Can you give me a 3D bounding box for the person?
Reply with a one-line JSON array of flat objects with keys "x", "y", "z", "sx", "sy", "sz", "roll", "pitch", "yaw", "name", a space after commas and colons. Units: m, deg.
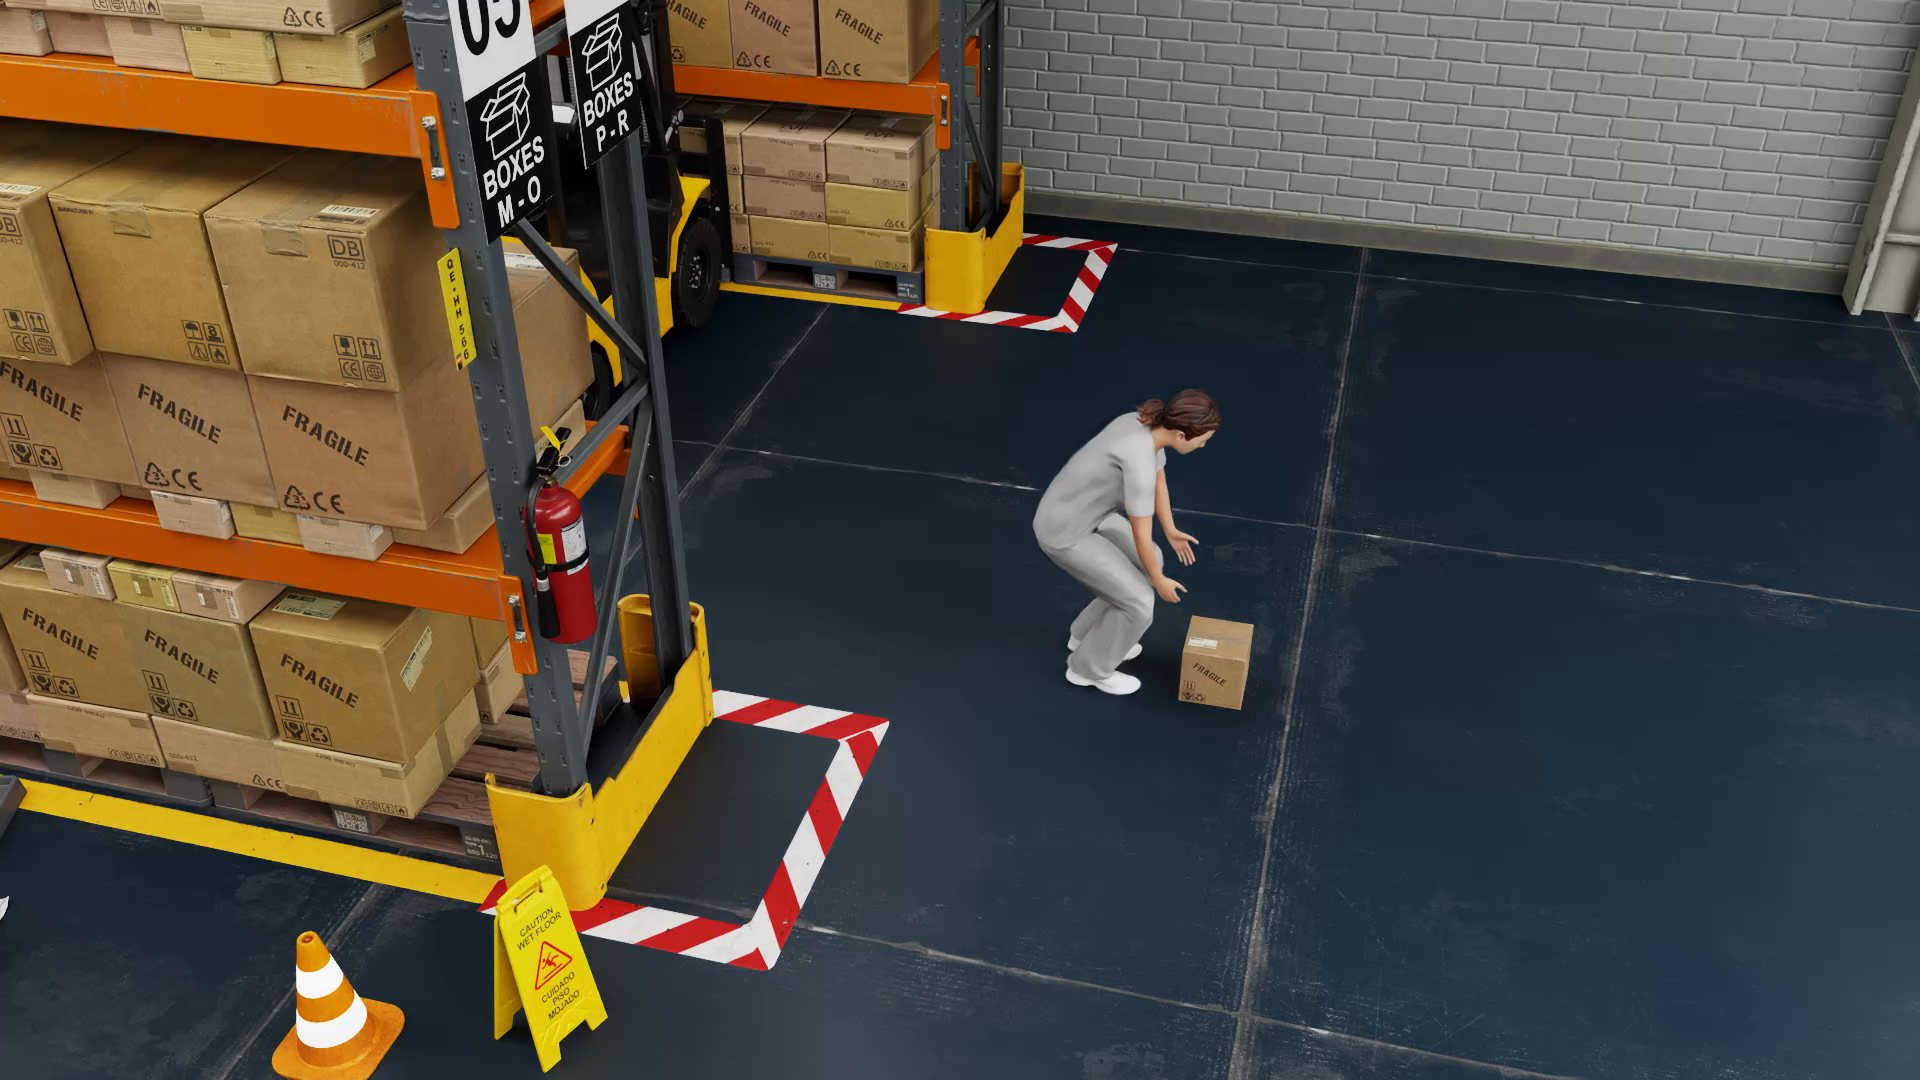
[{"x": 0.639, "y": -0.030, "z": 6.533, "sx": 0.682, "sy": 1.304, "sz": 0.490, "roll": 8, "pitch": 34, "yaw": 12, "name": "person"}]
